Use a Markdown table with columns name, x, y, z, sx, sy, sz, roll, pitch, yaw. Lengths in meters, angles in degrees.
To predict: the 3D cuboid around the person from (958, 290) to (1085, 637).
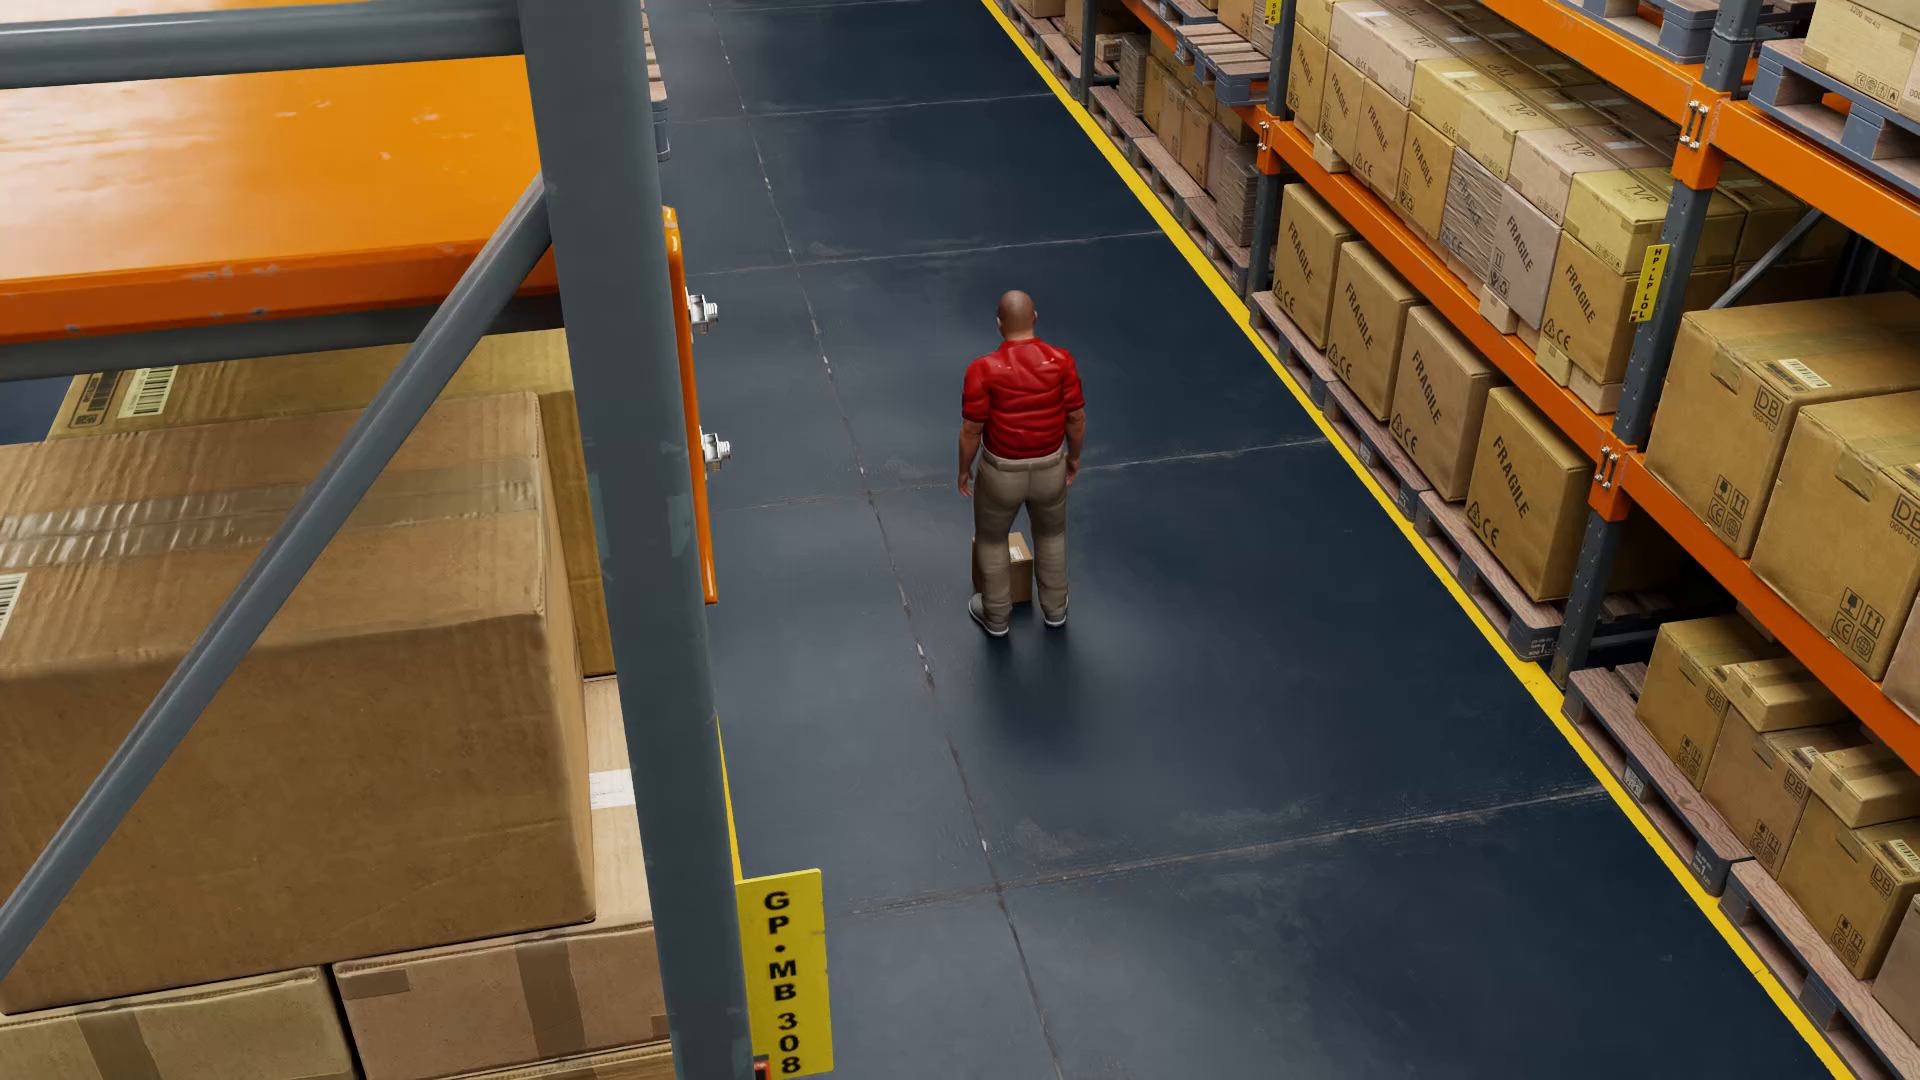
| name | x | y | z | sx | sy | sz | roll | pitch | yaw |
| --- | --- | --- | --- | --- | --- | --- | --- | --- | --- |
| person | 0.275 | -0.331 | 7.643 | 0.587 | 1.727 | 0.394 | -7 | 35 | -10 |
